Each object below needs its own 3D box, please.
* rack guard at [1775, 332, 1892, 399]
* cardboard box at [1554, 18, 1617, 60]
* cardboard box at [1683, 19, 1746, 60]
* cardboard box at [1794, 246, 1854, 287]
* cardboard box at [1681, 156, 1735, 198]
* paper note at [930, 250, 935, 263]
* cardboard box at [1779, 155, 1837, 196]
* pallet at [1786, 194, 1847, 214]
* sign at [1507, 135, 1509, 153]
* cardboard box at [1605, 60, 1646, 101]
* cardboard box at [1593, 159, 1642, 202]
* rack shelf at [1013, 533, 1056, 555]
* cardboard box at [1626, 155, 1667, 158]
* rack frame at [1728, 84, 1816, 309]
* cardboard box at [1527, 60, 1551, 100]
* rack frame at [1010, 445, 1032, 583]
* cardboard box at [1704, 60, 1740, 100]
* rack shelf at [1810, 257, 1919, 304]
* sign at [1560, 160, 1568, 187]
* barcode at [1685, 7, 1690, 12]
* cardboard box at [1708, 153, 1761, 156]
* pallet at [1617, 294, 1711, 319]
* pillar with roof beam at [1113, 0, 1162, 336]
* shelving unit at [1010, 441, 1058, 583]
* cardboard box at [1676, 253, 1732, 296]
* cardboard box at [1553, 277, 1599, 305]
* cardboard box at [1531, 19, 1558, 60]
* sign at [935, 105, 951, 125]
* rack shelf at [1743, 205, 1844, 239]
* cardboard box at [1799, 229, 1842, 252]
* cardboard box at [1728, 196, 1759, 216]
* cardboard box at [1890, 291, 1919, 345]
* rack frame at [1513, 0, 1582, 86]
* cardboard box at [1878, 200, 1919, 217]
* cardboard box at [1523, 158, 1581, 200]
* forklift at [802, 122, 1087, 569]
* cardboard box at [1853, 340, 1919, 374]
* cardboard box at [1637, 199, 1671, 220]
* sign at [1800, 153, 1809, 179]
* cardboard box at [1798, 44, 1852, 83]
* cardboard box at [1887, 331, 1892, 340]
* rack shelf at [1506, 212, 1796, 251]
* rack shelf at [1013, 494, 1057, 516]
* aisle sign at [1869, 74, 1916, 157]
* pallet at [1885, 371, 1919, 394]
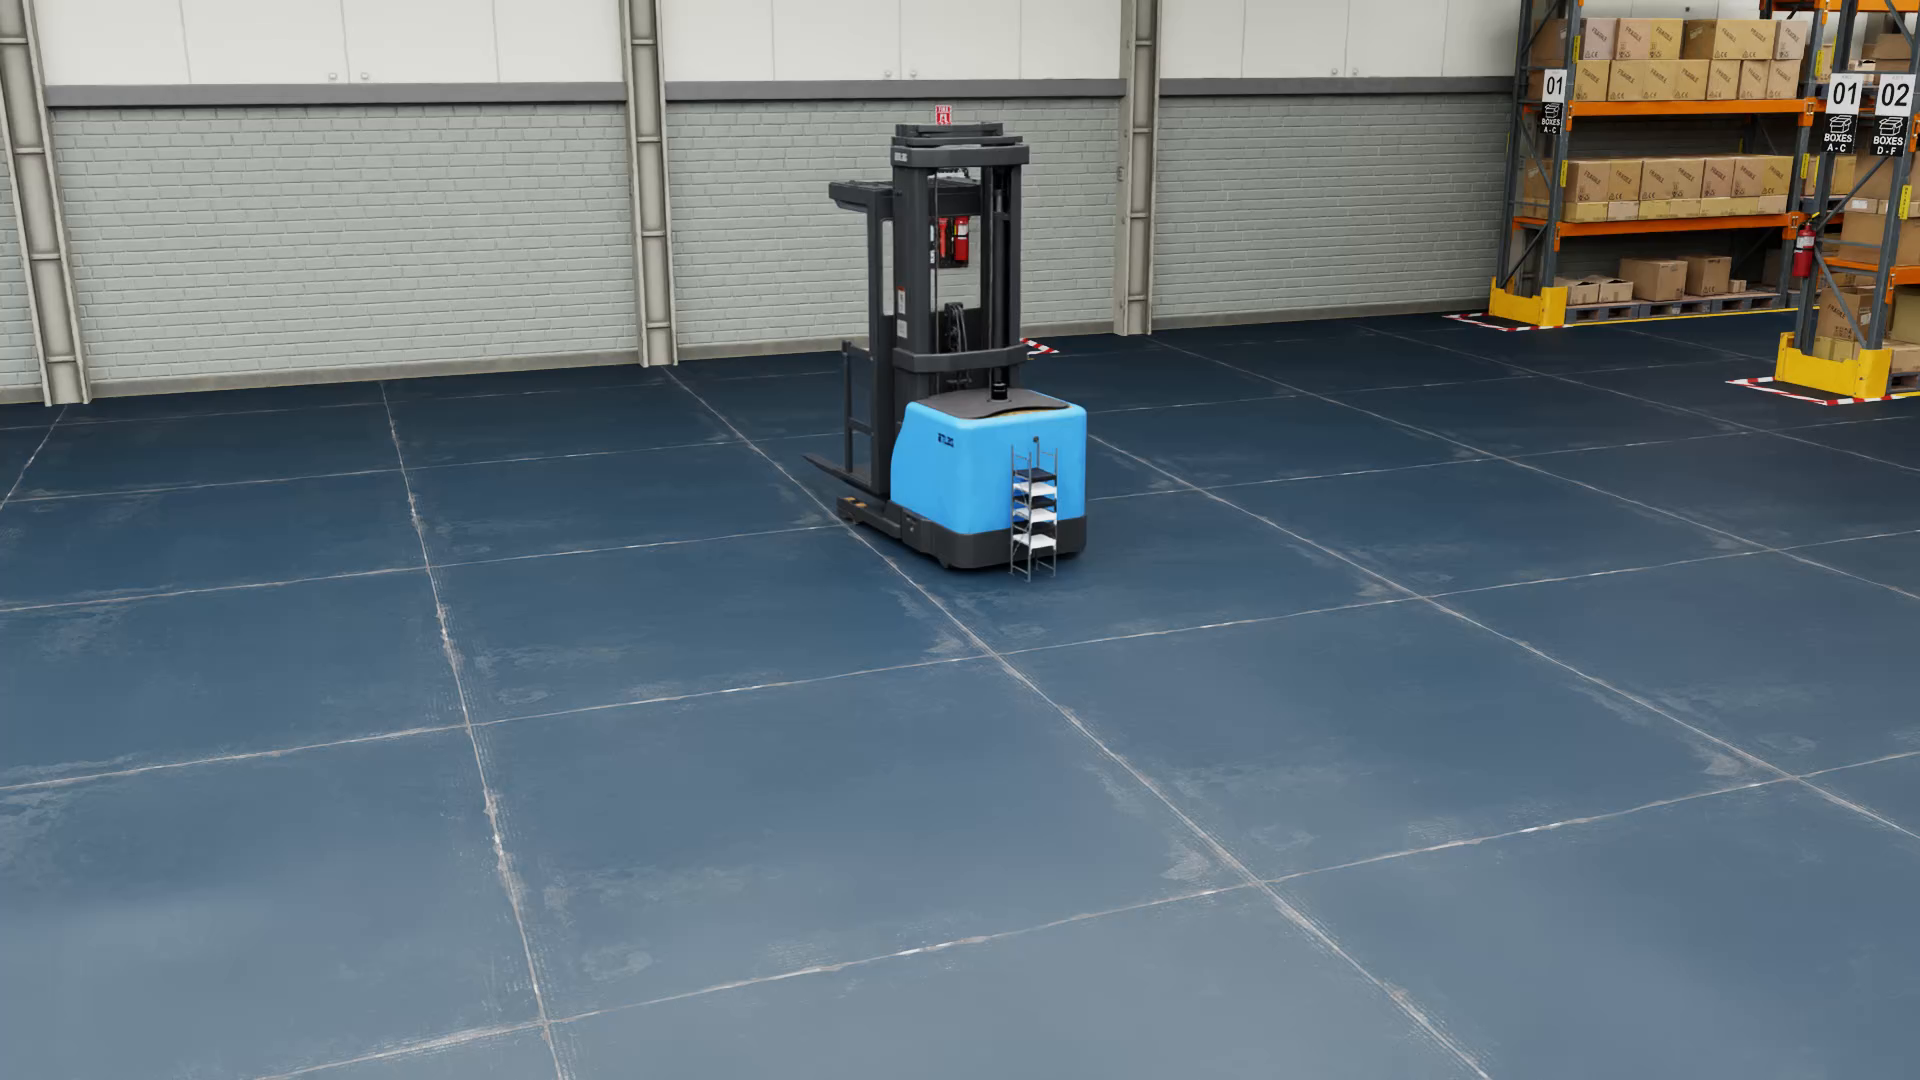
[{"bbox_3d":[9.182,-1.851,17.513,0.348,0.500,1.175,-6,17,-20],"label":"rack guard"},{"bbox_3d":[7.875,-6.307,20.941,0.500,0.500,0.500,-8,18,-24],"label":"cardboard box"},{"bbox_3d":[9.801,-6.500,21.598,0.500,0.500,0.500,-7,18,-22],"label":"cardboard box"},{"bbox_3d":[12.309,-3.914,23.760,0.500,0.500,0.700,-7,18,-21],"label":"cardboard box"},{"bbox_3d":[9.894,-4.827,22.113,0.500,0.500,0.500,-7,18,-22],"label":"cardboard box"},{"bbox_3d":[-0.342,-3.387,19.873,0.142,0.148,0.016,-6,17,-20],"label":"paper note"},{"bbox_3d":[11.651,-5.060,23.048,0.500,0.500,0.700,-6,17,-20],"label":"cardboard box"},{"bbox_3d":[11.929,-4.705,23.139,1.213,0.211,1.003,-6,17,-20],"label":"pallet"},{"bbox_3d":[7.248,-5.211,21.903,0.005,0.325,0.100,-6,17,-20],"label":"sign"},{"bbox_3d":[8.344,-5.865,21.210,0.500,0.500,0.500,-5,17,-16],"label":"cardboard box"},{"bbox_3d":[8.447,-4.669,21.574,0.500,0.500,0.500,-6,17,-20],"label":"cardboard box"},{"bbox_3d":[0.493,0.017,11.202,0.200,0.077,0.258,-9,19,-29],"label":"rack shelf"},{"bbox_3d":[9.217,-4.909,22.389,0.500,0.500,0.500,-6,17,-19],"label":"cardboard box"},{"bbox_3d":[11.163,-4.759,22.980,0.127,3.000,1.000,-6,17,-20],"label":"rack frame"},{"bbox_3d":[7.727,-5.961,21.537,0.500,0.500,0.500,-5,17,-16],"label":"cardboard box"},{"bbox_3d":[0.406,-0.174,11.092,0.006,0.900,0.240,-9,19,-29],"label":"rack frame"},{"bbox_3d":[9.800,-6.026,21.759,0.500,0.500,0.500,-7,18,-22],"label":"cardboard box"},{"bbox_3d":[11.072,-2.909,17.957,4.000,0.370,1.077,-6,17,-20],"label":"rack shelf"},{"bbox_3d":[7.623,-4.628,20.998,0.005,0.325,0.100,-6,17,-20],"label":"sign"},{"bbox_3d":[9.712,-7.082,22.197,0.075,0.075,0.001,-6,17,-20],"label":"barcode"},{"bbox_3d":[10.650,-5.064,22.918,0.500,0.500,0.500,-7,18,-21],"label":"cardboard box"},{"bbox_3d":[9.408,-3.220,22.688,1.213,0.211,1.003,-6,17,-20],"label":"pallet"},{"bbox_3d":[3.710,-5.794,15.859,0.400,9.000,9.100,-6,17,-20],"label":"pillar with roof beam"},{"bbox_3d":[0.493,-0.188,11.142,0.210,0.900,0.258,-9,19,-29],"label":"shelving unit"},{"bbox_3d":[10.209,-3.655,22.878,0.500,0.500,0.500,-8,18,-24],"label":"cardboard box"},{"bbox_3d":[8.106,-3.323,22.080,0.500,0.311,0.500,-8,18,-26],"label":"cardboard box"},{"bbox_3d":[7.737,-6.444,21.408,0.500,0.500,0.500,-5,17,-18],"label":"cardboard box"},{"bbox_3d":[-0.195,-4.947,19.507,0.199,0.298,0.001,-6,17,-20],"label":"sign"},{"bbox_3d":[13.031,-4.615,23.768,4.000,0.370,1.077,-6,17,-20],"label":"rack shelf"},{"bbox_3d":[12.255,-4.254,23.586,0.500,0.250,0.500,-7,18,-21],"label":"cardboard box"},{"bbox_3d":[10.361,-4.521,22.400,0.500,0.250,0.500,-6,17,-20],"label":"cardboard box"},{"bbox_3d":[10.251,-2.341,17.550,0.500,0.500,0.500,-6,17,-20],"label":"cardboard box"},{"bbox_3d":[7.428,-7.234,20.761,0.127,3.000,1.000,-6,17,-20],"label":"rack frame"},{"bbox_3d":[9.648,-3.395,17.006,0.250,0.149,0.380,-6,18,-20],"label":"cardboard box"},{"bbox_3d":[7.792,-4.756,21.871,0.500,0.500,0.500,-6,18,-21],"label":"cardboard box"},{"bbox_3d":[-0.276,-1.577,12.267,1.130,2.935,3.031,-9,19,-28],"label":"forklift"},{"bbox_3d":[9.785,-1.930,17.482,0.500,0.250,0.500,-6,17,-20],"label":"cardboard box"},{"bbox_3d":[8.955,-4.365,21.868,0.500,0.250,0.500,-6,18,-21],"label":"cardboard box"},{"bbox_3d":[11.365,-5.032,22.374,0.005,0.325,0.100,-6,17,-20],"label":"sign"},{"bbox_3d":[11.703,-6.482,22.600,0.500,0.500,0.500,-4,17,-12],"label":"cardboard box"},{"bbox_3d":[10.062,-2.120,18.129,0.500,0.250,0.500,-6,17,-20],"label":"cardboard box"},{"bbox_3d":[9.296,-4.212,22.394,4.000,0.370,1.077,-6,17,-20],"label":"rack shelf"},{"bbox_3d":[0.493,-0.243,11.126,0.200,0.077,0.258,-9,19,-29],"label":"rack shelf"},{"bbox_3d":[9.253,-4.213,16.506,0.004,0.787,0.394,-6,17,-20],"label":"aisle sign"},{"bbox_3d":[9.903,-1.803,17.862,1.213,0.211,1.003,-6,17,-20],"label":"pallet"}]
